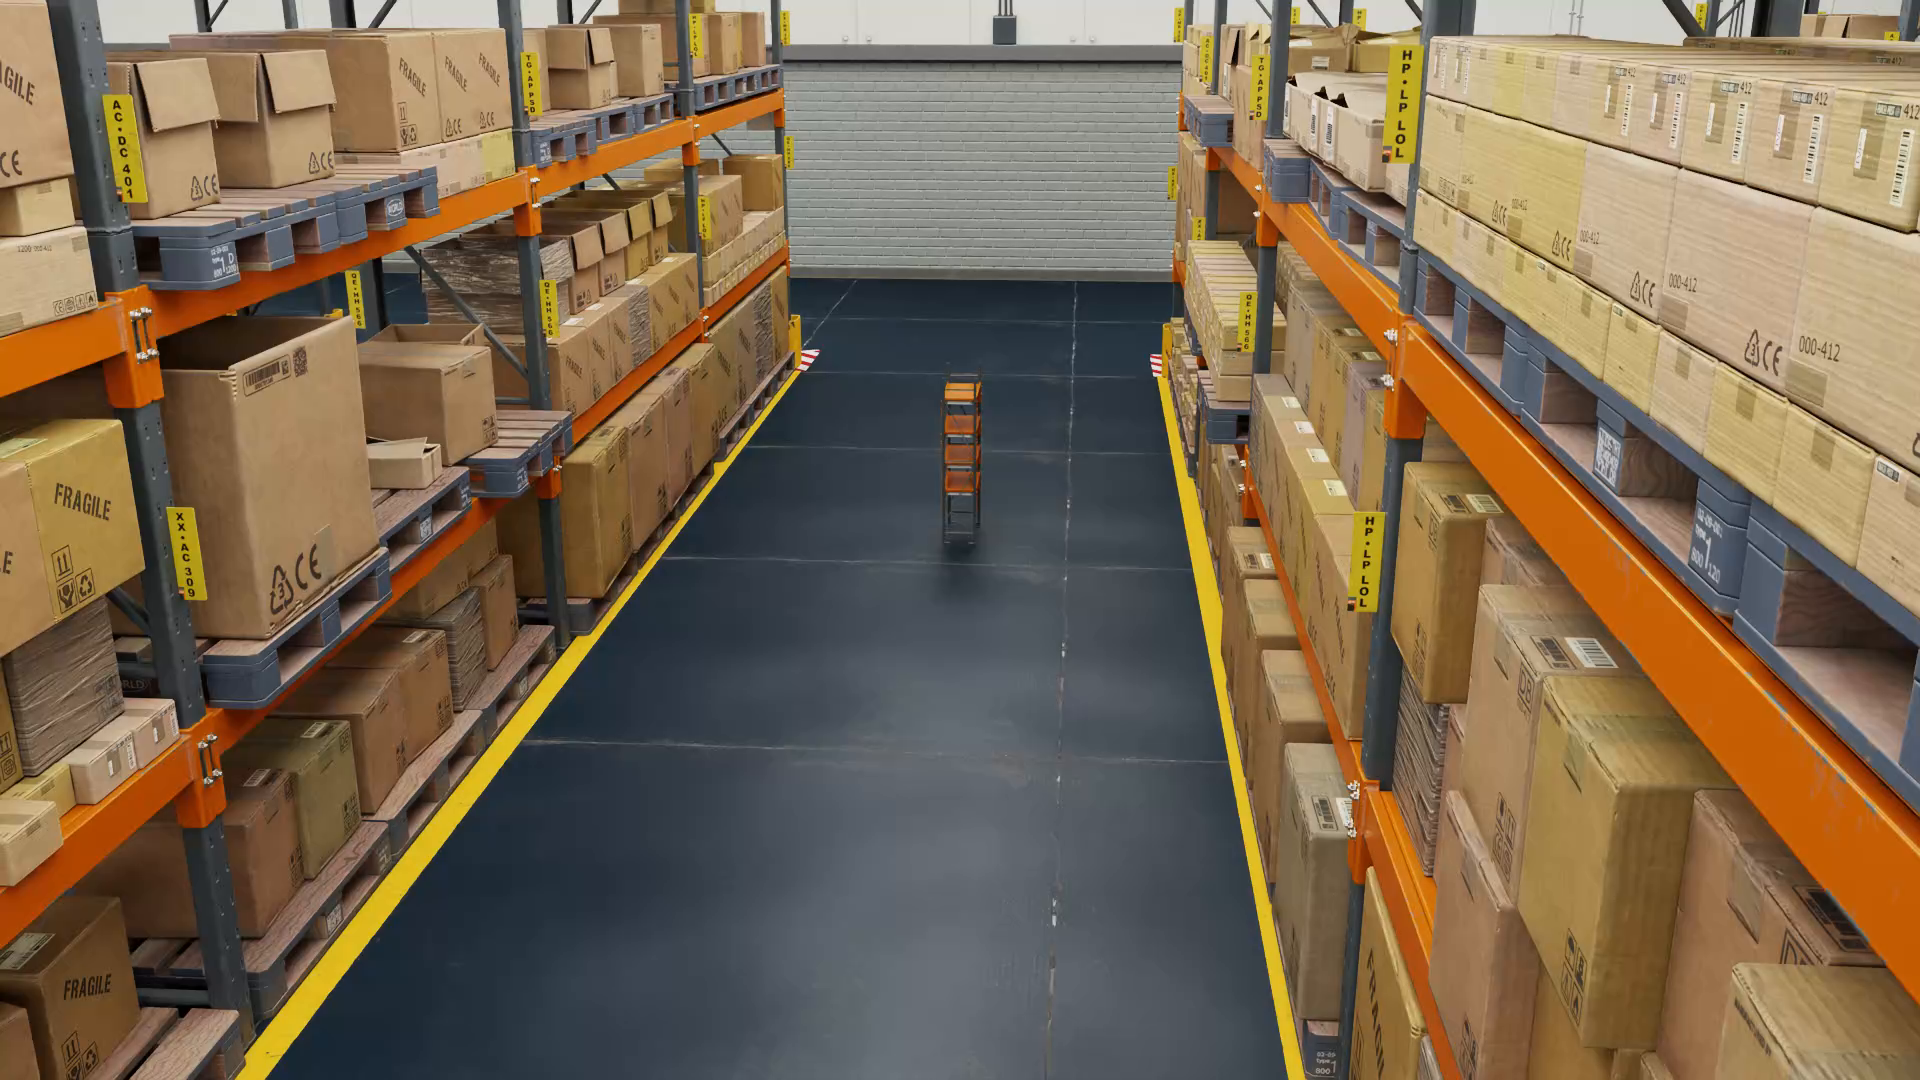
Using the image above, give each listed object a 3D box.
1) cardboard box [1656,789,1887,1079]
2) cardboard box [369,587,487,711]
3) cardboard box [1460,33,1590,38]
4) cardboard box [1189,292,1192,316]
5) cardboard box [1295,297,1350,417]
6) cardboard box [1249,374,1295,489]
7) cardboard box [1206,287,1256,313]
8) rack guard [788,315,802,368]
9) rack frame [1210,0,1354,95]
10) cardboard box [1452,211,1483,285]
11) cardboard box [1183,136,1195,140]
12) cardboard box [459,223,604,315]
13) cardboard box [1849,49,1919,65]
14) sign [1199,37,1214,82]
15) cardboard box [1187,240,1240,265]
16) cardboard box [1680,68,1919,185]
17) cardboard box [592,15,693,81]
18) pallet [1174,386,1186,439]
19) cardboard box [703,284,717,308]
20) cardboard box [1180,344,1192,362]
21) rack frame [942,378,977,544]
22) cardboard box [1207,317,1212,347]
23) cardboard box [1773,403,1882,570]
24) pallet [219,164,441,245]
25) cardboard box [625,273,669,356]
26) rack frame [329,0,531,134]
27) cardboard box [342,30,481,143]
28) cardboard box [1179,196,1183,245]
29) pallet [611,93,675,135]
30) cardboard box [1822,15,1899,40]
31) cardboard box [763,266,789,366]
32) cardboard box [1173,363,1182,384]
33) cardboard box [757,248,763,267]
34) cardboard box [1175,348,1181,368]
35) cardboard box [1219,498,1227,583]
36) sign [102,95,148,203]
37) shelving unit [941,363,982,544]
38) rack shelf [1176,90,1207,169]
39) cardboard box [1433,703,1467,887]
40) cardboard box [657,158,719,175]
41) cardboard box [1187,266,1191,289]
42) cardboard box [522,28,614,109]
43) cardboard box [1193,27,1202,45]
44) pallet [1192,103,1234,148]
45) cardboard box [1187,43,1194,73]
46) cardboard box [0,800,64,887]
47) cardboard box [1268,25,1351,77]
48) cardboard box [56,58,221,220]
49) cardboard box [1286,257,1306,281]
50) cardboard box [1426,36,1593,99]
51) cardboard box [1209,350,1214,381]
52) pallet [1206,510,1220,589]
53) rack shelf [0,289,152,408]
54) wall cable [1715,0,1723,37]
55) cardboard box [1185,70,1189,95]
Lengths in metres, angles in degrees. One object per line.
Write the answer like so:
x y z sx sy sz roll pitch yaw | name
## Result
1.707 0.791 2.717 0.875 0.550 0.550 1 18 4 | cardboard box
-2.903 0.567 8.684 0.700 0.500 0.500 0 18 -1 | cardboard box
2.246 -1.825 6.863 0.500 0.500 0.500 1 18 4 | cardboard box
1.856 -1.698 12.016 0.380 0.149 0.250 1 18 4 | cardboard box
2.015 -0.878 8.017 0.700 0.500 0.500 1 18 3 | cardboard box
1.790 -0.565 8.670 0.500 0.500 0.500 1 18 5 | cardboard box
1.747 -1.494 10.437 0.380 0.149 0.250 1 18 4 | cardboard box
-2.273 -2.097 17.521 1.175 0.500 0.348 1 18 4 | rack guard
2.378 -4.744 11.950 1.000 3.000 0.127 1 18 4 | rack frame
1.404 -0.699 3.989 0.380 0.149 0.250 1 18 4 | cardboard box
2.338 -3.509 15.572 0.500 0.500 0.500 2 18 6 | cardboard box
-2.730 -1.747 10.664 0.797 0.503 0.637 2 18 5 | cardboard box
2.025 -0.905 3.340 0.380 0.149 0.250 1 18 4 | cardboard box
1.837 -3.574 12.366 0.100 0.325 0.005 1 18 4 | sign
1.891 -2.144 12.423 0.380 0.149 0.250 2 18 7 | cardboard box
1.295 -0.606 2.425 0.380 0.149 0.250 1 18 3 | cardboard box
-2.565 -4.000 13.500 0.700 0.500 0.500 0 18 1 | cardboard box
2.476 -1.158 15.117 1.003 0.211 1.213 1 18 4 | pallet
-2.209 -2.001 13.615 0.380 0.149 0.250 1 18 4 | cardboard box
2.214 -1.699 15.239 0.380 0.149 0.250 2 18 5 | cardboard box
-0.006 -0.546 11.662 0.240 1.200 0.015 1 18 4 | rack frame
1.725 -1.279 10.259 0.380 0.149 0.250 1 18 4 | cardboard box
1.259 -0.067 2.061 0.380 0.149 0.250 1 18 4 | cardboard box
-2.913 -1.399 6.859 1.213 0.211 1.003 1 18 4 | pallet
-2.395 -1.616 11.876 0.500 0.500 0.500 1 18 3 | cardboard box
-2.848 -3.644 8.593 1.000 3.000 0.127 1 18 4 | rack frame
-2.659 -2.191 8.010 0.500 0.500 0.500 1 18 4 | cardboard box
2.345 -3.025 15.698 0.500 0.500 0.500 1 18 4 | cardboard box
-2.578 -3.084 12.008 0.805 0.209 1.217 1 18 2 | pallet
7.388 -3.956 13.359 0.797 0.503 0.637 3 18 8 | cardboard box
-2.241 -2.267 16.763 0.875 0.875 0.875 1 18 4 | cardboard box
2.233 -1.588 15.855 0.380 0.149 0.250 2 18 5 | cardboard box
-2.062 -2.643 15.575 0.380 0.149 0.250 1 18 4 | cardboard box
2.240 -1.726 15.799 0.380 0.149 0.250 2 18 6 | cardboard box
1.919 -0.034 10.550 0.500 0.500 0.500 2 18 6 | cardboard box
-2.593 -1.212 5.158 0.100 0.325 0.005 1 18 4 | sign
0.012 -0.622 11.893 0.258 1.200 0.503 1 18 4 | shelving unit
2.522 -3.598 14.425 1.077 0.370 4.000 1 18 4 | rack shelf
1.774 0.806 4.405 0.875 0.550 0.550 1 18 4 | cardboard box
-2.614 -3.406 16.059 0.500 0.500 0.500 1 18 3 | cardboard box
1.875 -1.922 12.224 0.380 0.149 0.250 1 18 3 | cardboard box
-2.723 -3.102 10.916 0.797 0.503 0.637 1 18 3 | cardboard box
2.241 -4.422 14.583 0.380 0.149 0.250 2 18 6 | cardboard box
2.157 -2.718 10.885 1.213 0.211 1.003 1 18 4 | pallet
2.290 -4.278 14.783 0.500 0.250 0.500 1 18 5 | cardboard box
-2.869 0.876 4.837 0.380 0.149 0.250 1 18 4 | cardboard box
1.862 -2.619 8.892 0.396 0.266 0.258 1 18 4 | cardboard box
-3.003 -1.369 5.626 0.797 0.503 0.637 0 18 1 | cardboard box
2.487 -1.882 11.623 0.380 0.149 0.250 1 18 4 | cardboard box
1.440 -1.235 4.347 0.380 0.149 0.250 1 18 4 | cardboard box
1.706 -1.052 10.045 0.380 0.149 0.250 2 18 5 | cardboard box
2.239 0.053 11.421 1.003 0.211 1.213 1 18 4 | pallet
-3.278 -0.013 3.485 1.077 0.370 4.000 1 18 4 | rack shelf
8.487 -7.663 20.857 2.355 3.000 0.029 1 18 4 | wall cable
2.336 -4.193 15.325 0.500 0.250 0.500 2 18 6 | cardboard box
